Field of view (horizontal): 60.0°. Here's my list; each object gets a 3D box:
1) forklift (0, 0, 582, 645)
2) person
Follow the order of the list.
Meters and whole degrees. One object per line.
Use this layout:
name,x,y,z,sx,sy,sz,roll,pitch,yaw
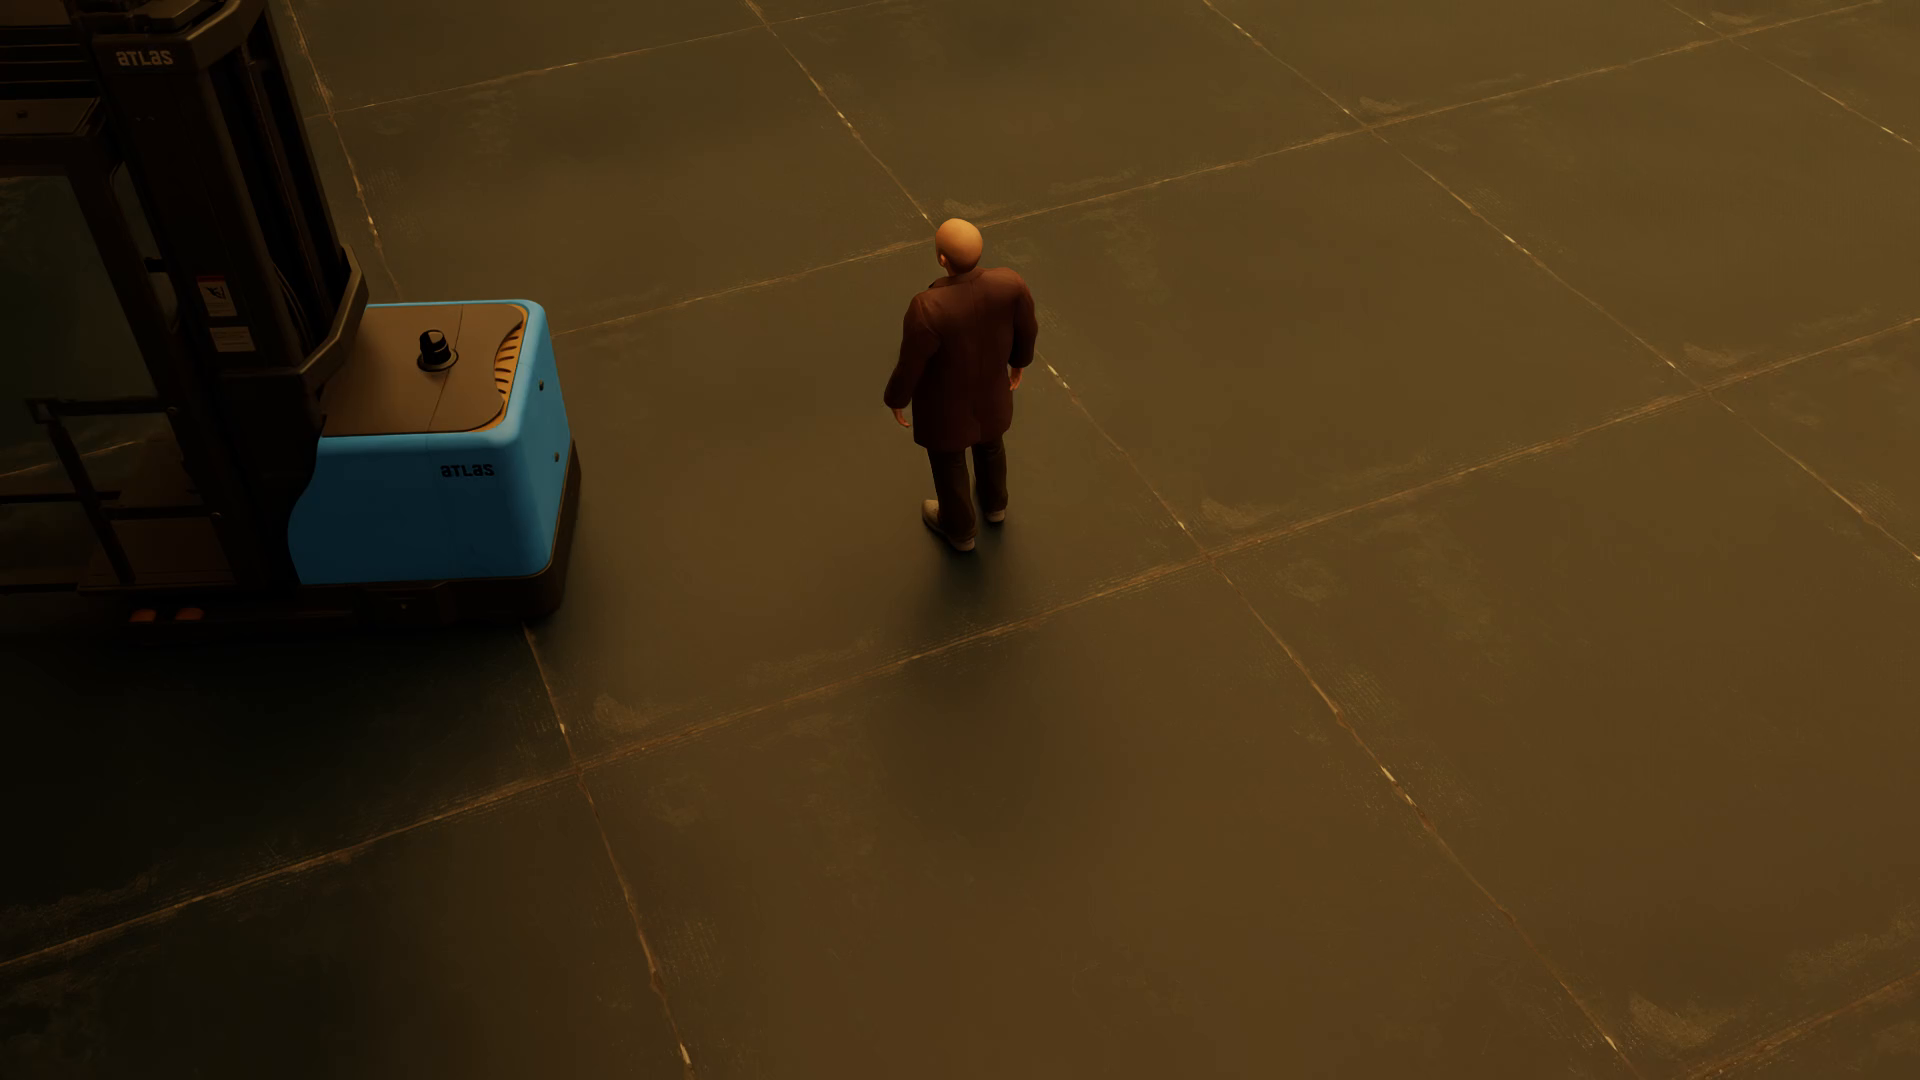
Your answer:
forklift,-3.321,-0.981,6.731,3.031,2.935,1.130,-2,43,-2
person,-0.035,-0.713,7.279,0.696,1.778,0.579,-18,46,-18
